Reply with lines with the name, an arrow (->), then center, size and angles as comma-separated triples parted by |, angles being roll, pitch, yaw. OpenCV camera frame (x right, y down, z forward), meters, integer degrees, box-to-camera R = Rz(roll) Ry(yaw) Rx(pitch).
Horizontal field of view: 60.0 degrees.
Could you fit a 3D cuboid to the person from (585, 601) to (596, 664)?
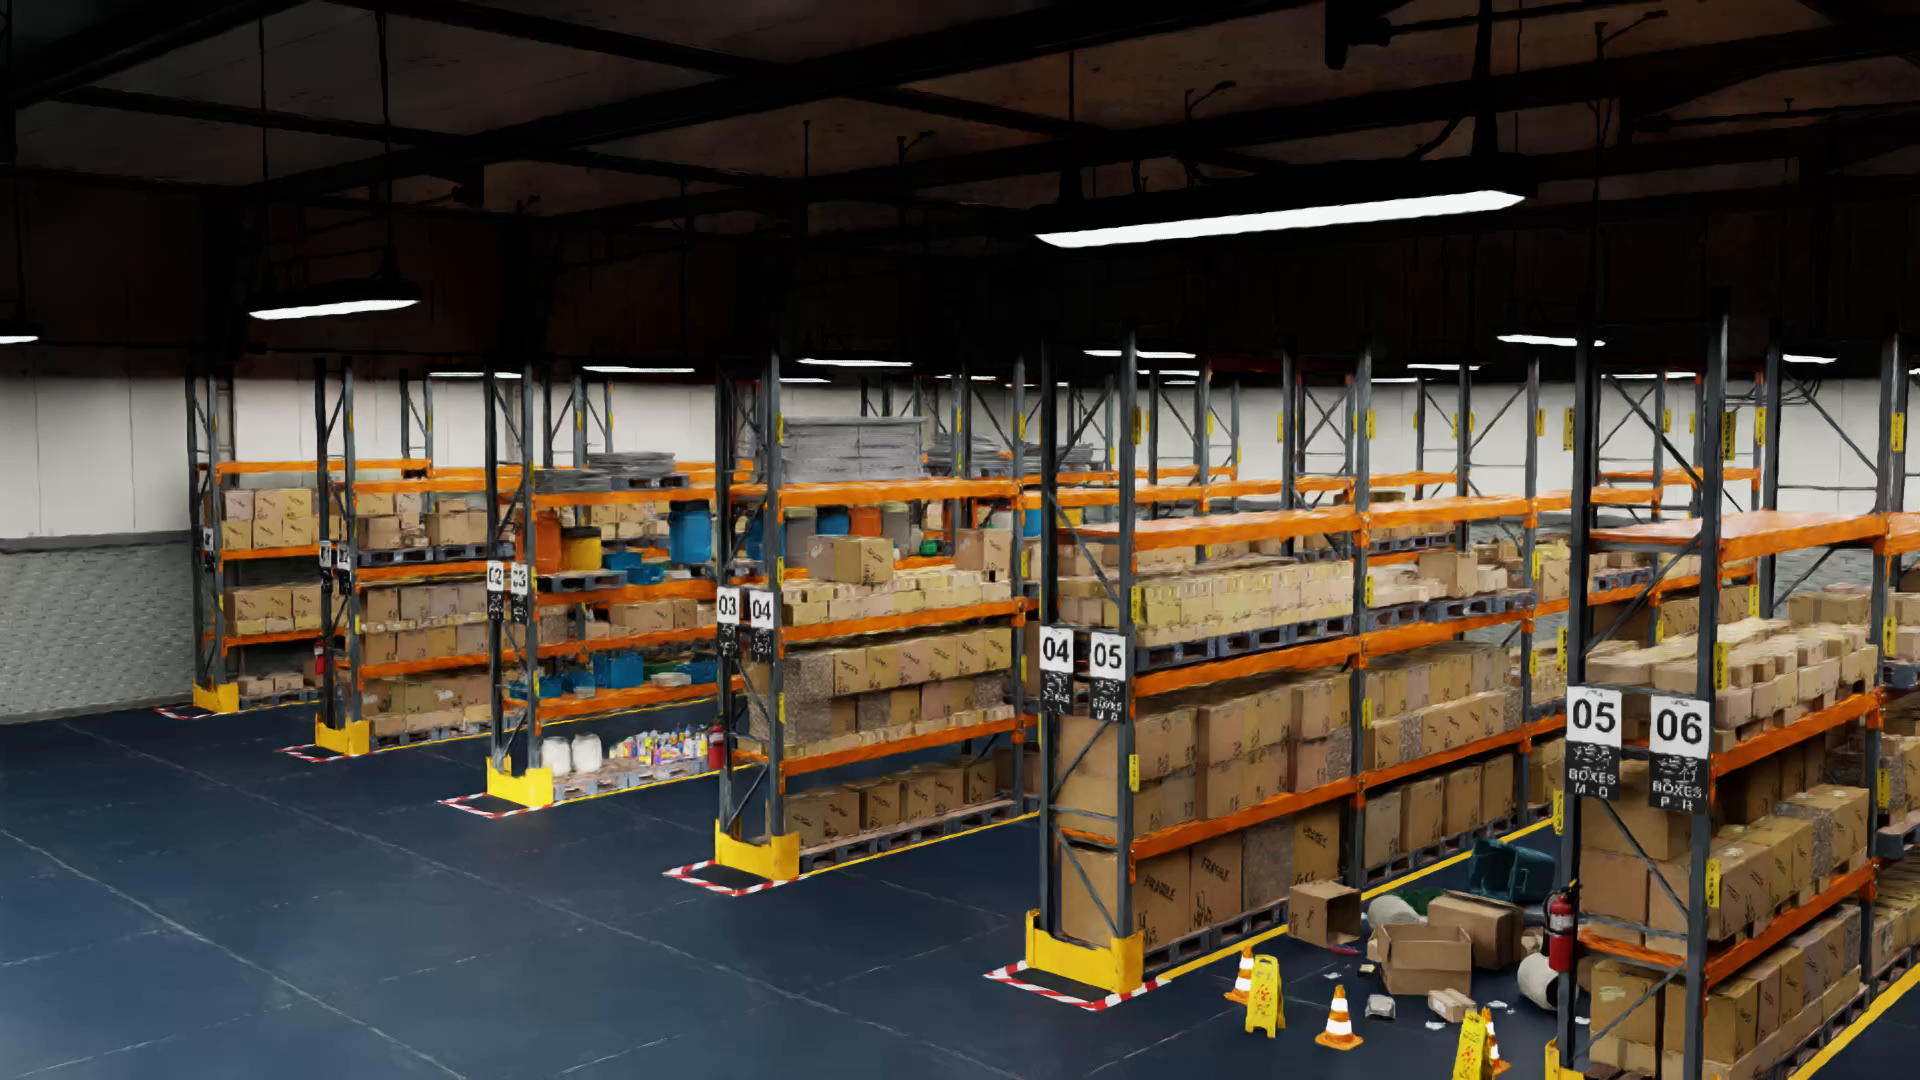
person -> -7.133, 1.903, 31.975 | 0.419, 1.603, 0.504 | 1, 5, 16
